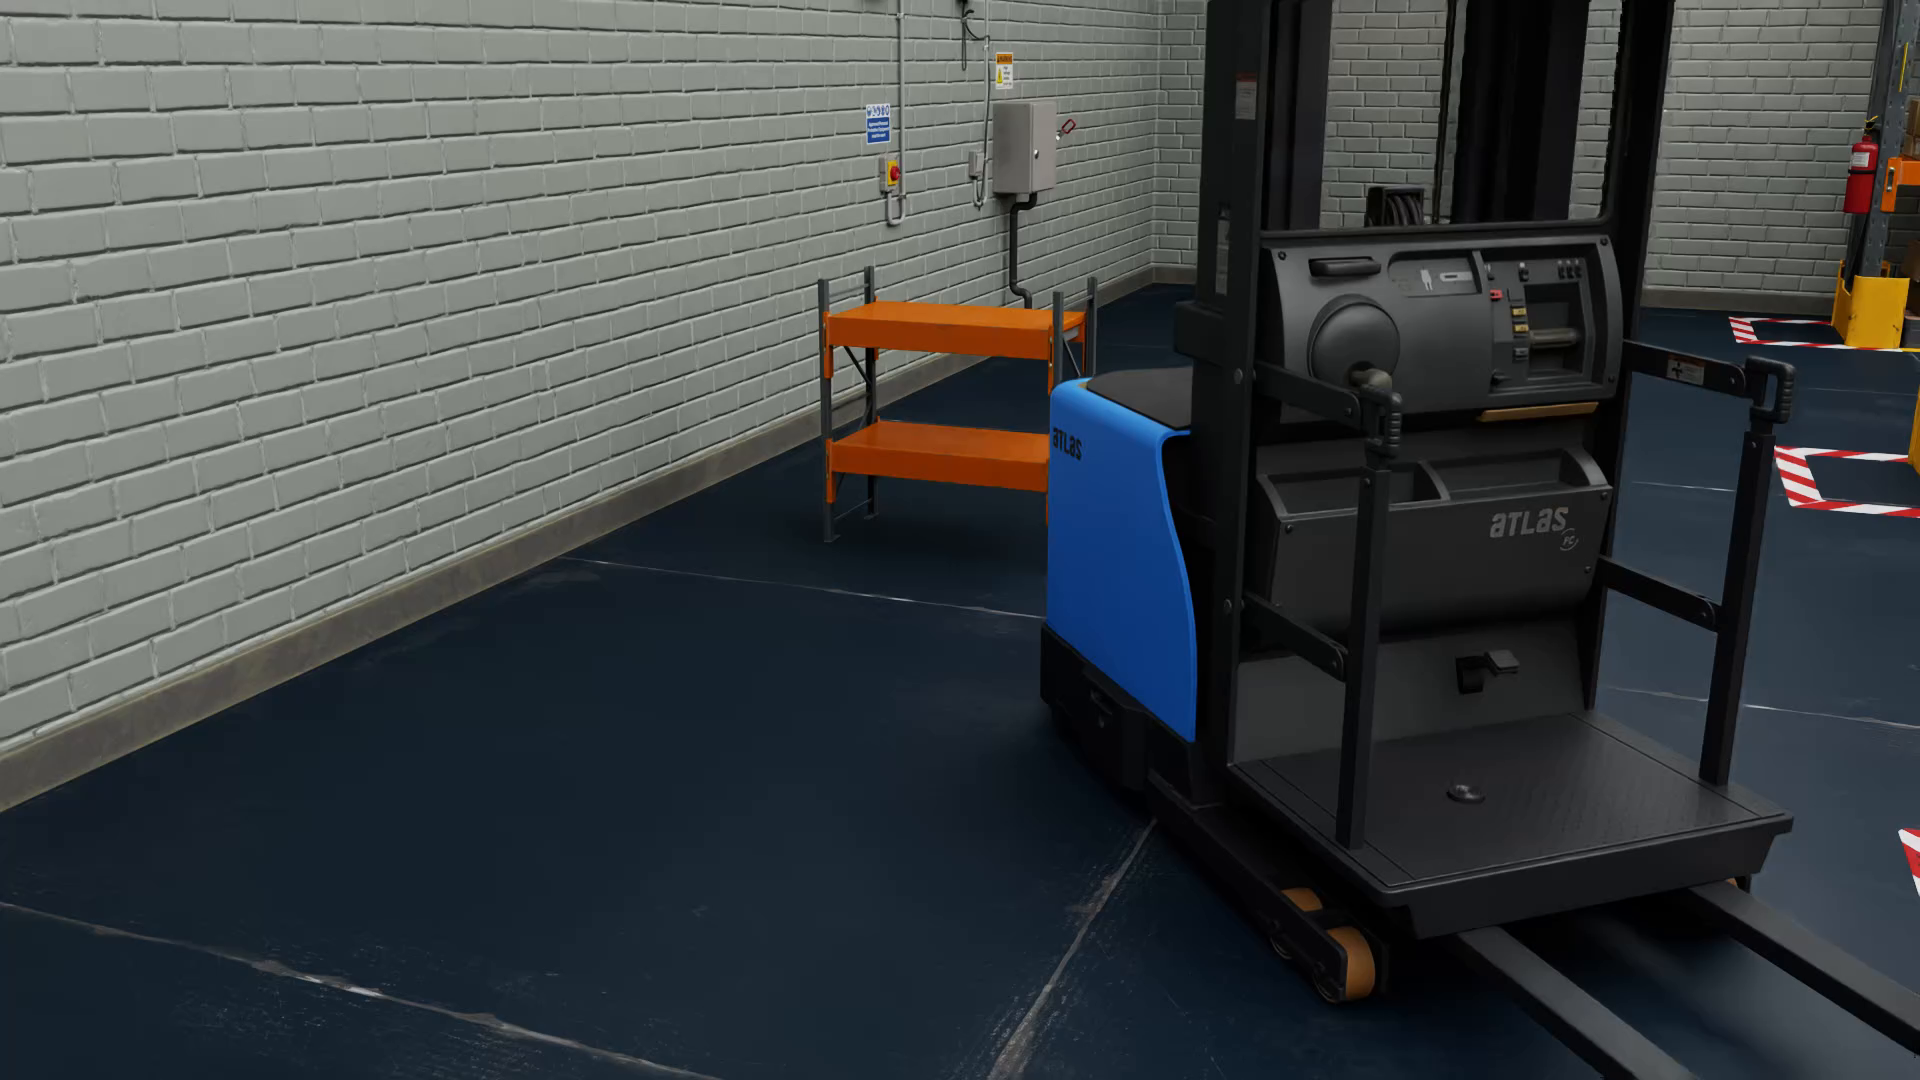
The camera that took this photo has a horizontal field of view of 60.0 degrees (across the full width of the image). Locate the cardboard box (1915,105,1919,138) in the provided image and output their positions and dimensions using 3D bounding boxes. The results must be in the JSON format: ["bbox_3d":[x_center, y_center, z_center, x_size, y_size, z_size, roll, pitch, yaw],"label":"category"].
[{"bbox_3d":[7.004,-2.928,11.614,0.500,0.250,0.500,6,17,21],"label":"cardboard box"}]

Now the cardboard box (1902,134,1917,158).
[{"bbox_3d":[7.087,-2.888,12.193,0.250,0.149,0.380,6,17,20],"label":"cardboard box"}]

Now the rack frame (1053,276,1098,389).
[{"bbox_3d":[0.467,-0.489,6.840,0.032,1.125,0.500,6,17,21],"label":"rack frame"}]

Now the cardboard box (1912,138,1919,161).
[{"bbox_3d":[6.886,-2.748,11.709,0.250,0.149,0.380,6,17,20],"label":"cardboard box"}]

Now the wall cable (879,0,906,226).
[{"bbox_3d":[-0.391,-2.759,9.419,0.123,1.953,0.585,6,17,21],"label":"wall cable"}]

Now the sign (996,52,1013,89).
[{"bbox_3d":[0.302,-3.190,11.299,0.001,0.242,0.339,6,17,21],"label":"sign"}]

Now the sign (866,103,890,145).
[{"bbox_3d":[-0.466,-2.380,9.506,0.001,0.218,0.327,6,17,21],"label":"sign"}]

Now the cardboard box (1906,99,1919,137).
[{"bbox_3d":[7.206,-3.066,12.089,0.500,0.250,0.500,7,18,22],"label":"cardboard box"}]

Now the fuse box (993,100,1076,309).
[{"bbox_3d":[0.515,-2.167,11.570,0.414,1.711,0.539,6,17,21],"label":"fuse box"}]

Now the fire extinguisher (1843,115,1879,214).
[{"bbox_3d":[6.374,-2.652,11.737,0.183,0.674,0.296,6,17,21],"label":"fire extinguisher"}]

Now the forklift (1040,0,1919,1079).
[{"bbox_3d":[1.220,-0.516,3.695,1.130,2.935,3.031,-6,17,-19],"label":"forklift"}]

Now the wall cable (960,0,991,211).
[{"bbox_3d":[0.118,-3.113,10.695,0.122,1.984,0.588,6,17,21],"label":"wall cable"}]

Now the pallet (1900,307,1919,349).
[{"bbox_3d":[7.493,-1.545,12.117,1.213,0.211,1.003,6,17,21],"label":"pallet"}]

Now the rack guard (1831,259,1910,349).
[{"bbox_3d":[6.751,-1.765,12.357,0.348,0.500,1.175,6,17,21],"label":"rack guard"}]

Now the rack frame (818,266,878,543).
[{"bbox_3d":[-0.479,-0.593,7.198,0.032,1.125,0.500,6,17,21],"label":"rack frame"}]

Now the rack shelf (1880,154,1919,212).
[{"bbox_3d":[8.541,-2.423,11.430,4.000,0.370,1.077,6,17,21],"label":"rack shelf"}]

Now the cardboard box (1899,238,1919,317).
[{"bbox_3d":[7.215,-1.889,12.024,0.637,0.503,0.797,6,17,18],"label":"cardboard box"}]

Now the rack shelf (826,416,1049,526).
[{"bbox_3d":[-0.006,-0.306,7.087,1.000,0.278,0.538,6,17,21],"label":"rack shelf"}]

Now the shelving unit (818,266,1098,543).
[{"bbox_3d":[-0.006,-0.541,7.019,1.048,1.125,0.538,6,17,21],"label":"shelving unit"}]

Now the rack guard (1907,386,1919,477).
[{"bbox_3d":[4.840,-0.487,7.956,0.348,0.500,1.175,6,17,21],"label":"rack guard"}]

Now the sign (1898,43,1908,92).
[{"bbox_3d":[6.482,-3.248,11.429,0.005,0.325,0.100,6,17,21],"label":"sign"}]

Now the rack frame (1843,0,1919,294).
[{"bbox_3d":[6.681,-2.973,12.035,0.127,3.000,1.000,6,17,21],"label":"rack frame"}]

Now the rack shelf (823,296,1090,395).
[{"bbox_3d":[-0.006,-0.822,6.938,1.000,0.278,0.538,6,17,21],"label":"rack shelf"}]
